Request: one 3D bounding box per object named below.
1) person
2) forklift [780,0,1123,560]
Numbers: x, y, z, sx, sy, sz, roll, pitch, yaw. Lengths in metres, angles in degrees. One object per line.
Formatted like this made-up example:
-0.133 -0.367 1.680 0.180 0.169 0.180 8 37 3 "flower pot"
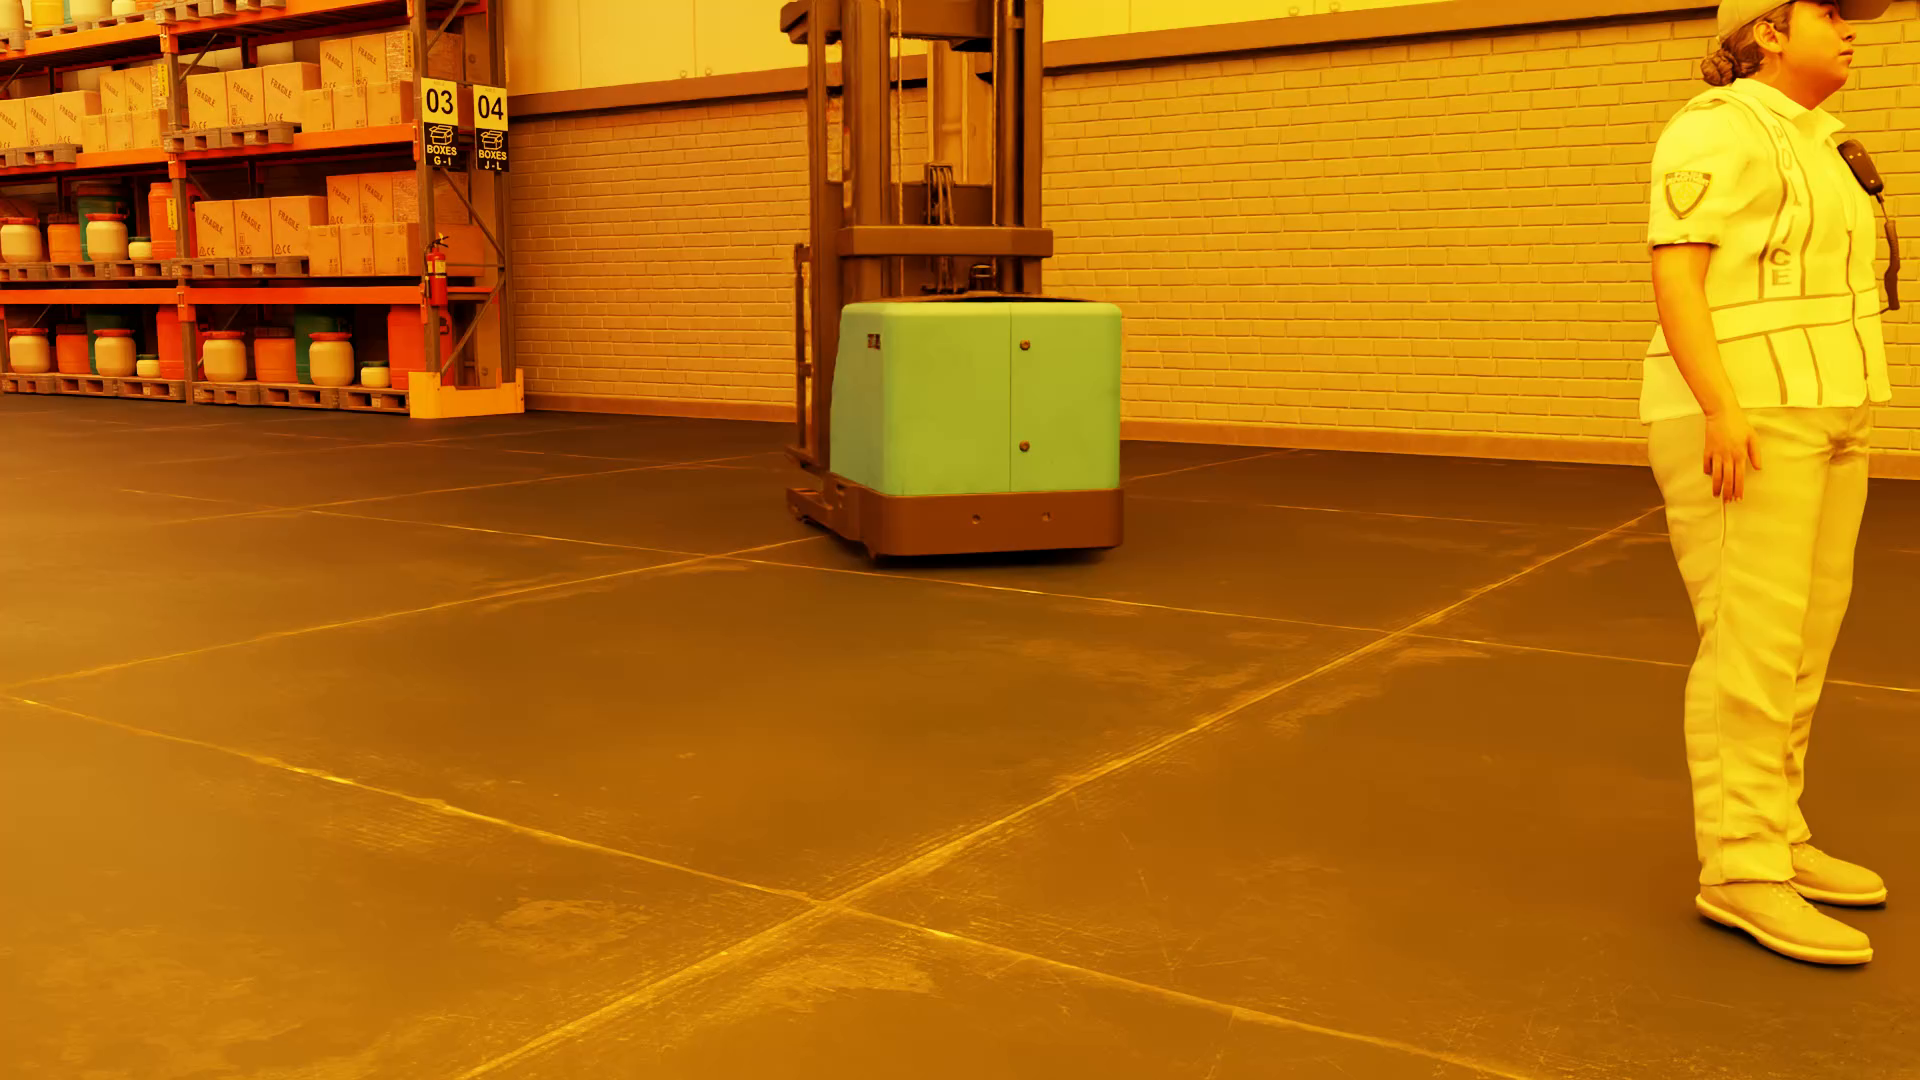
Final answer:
1.485 -0.182 2.923 0.593 1.671 0.526 -7 10 -39 "person"
-0.237 -1.537 8.005 1.130 2.935 3.031 -2 8 -17 "forklift"
